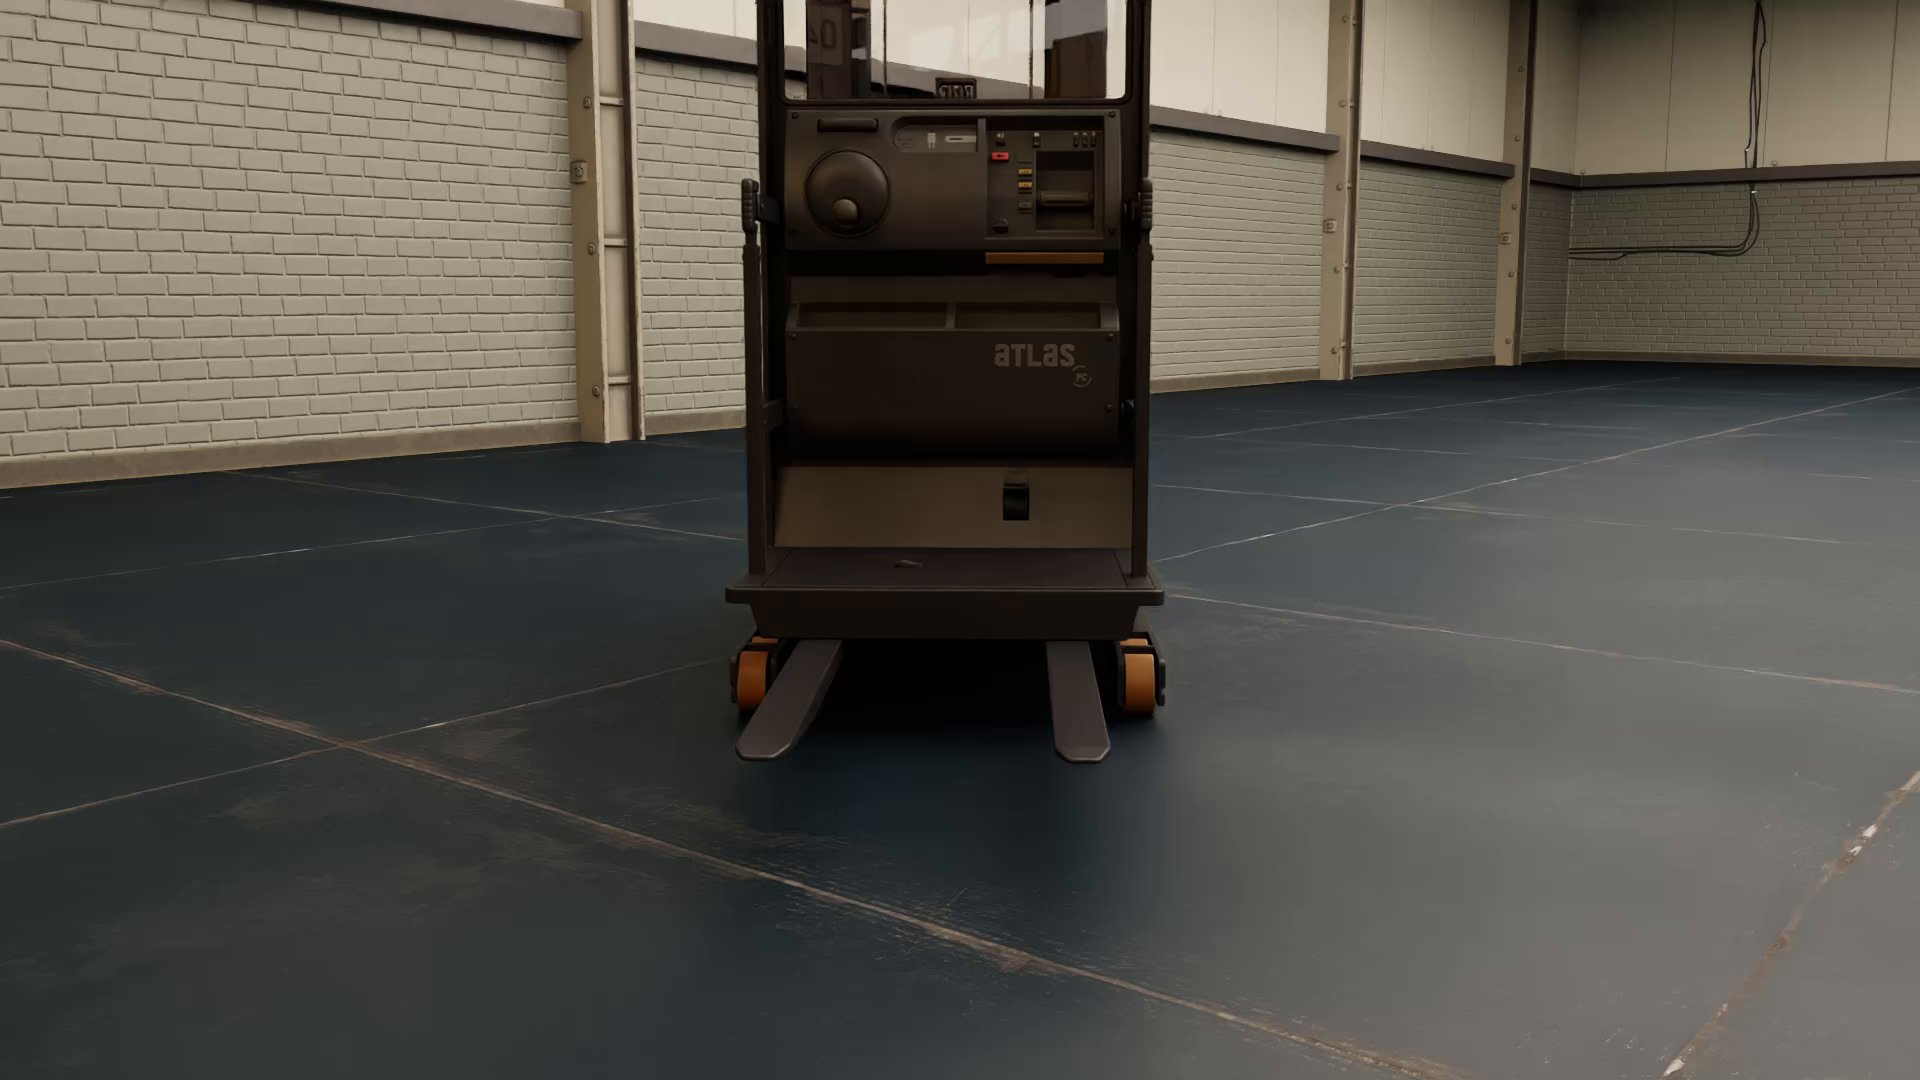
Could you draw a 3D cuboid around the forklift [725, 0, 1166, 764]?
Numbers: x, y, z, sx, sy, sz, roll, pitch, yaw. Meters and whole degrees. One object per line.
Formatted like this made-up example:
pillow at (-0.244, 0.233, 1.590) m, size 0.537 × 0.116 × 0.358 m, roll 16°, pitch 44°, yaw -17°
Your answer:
forklift at (-0.025, -1.042, 4.403) m, size 1.130 × 2.935 × 3.031 m, roll 0°, pitch 8°, yaw 2°
